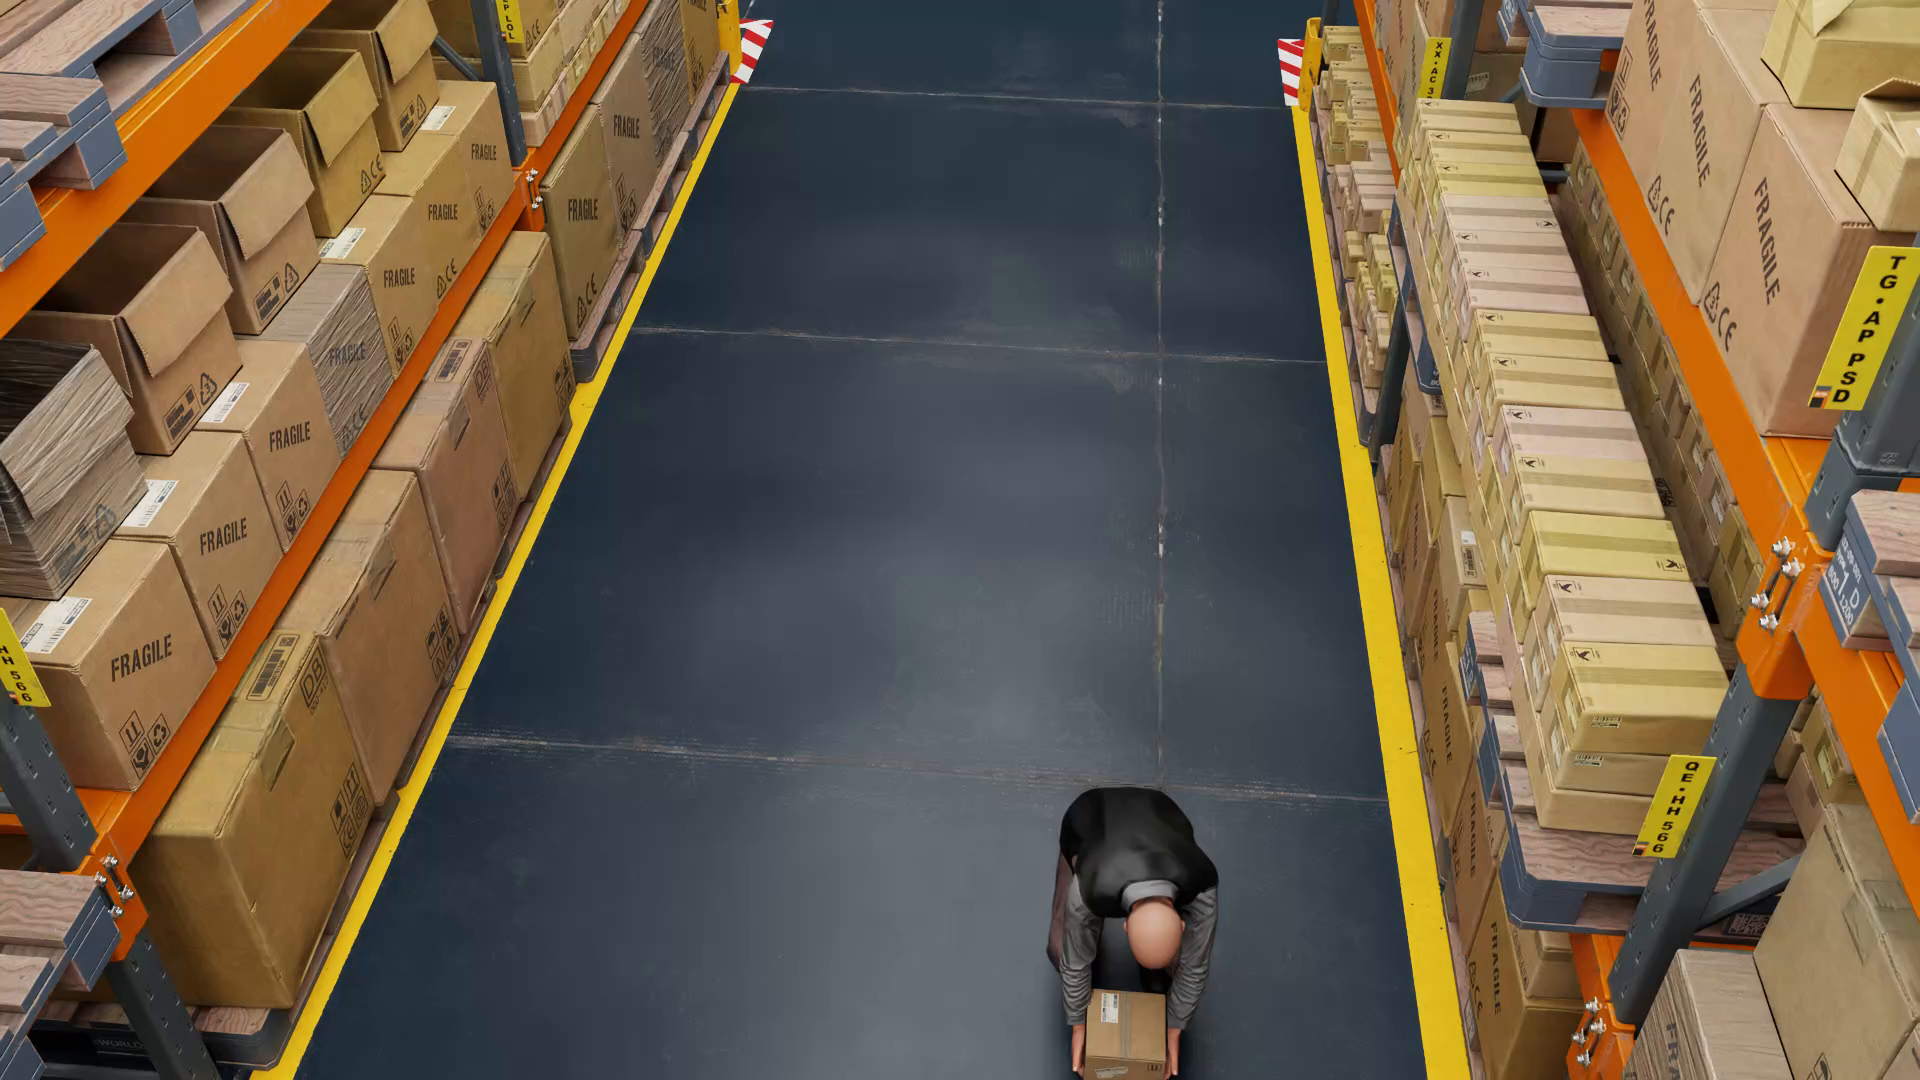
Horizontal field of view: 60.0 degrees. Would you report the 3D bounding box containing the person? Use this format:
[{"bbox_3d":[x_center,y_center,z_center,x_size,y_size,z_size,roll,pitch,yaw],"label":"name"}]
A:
[{"bbox_3d":[0.556,1.205,5.437,0.531,0.832,0.875,3,40,4],"label":"person"}]
